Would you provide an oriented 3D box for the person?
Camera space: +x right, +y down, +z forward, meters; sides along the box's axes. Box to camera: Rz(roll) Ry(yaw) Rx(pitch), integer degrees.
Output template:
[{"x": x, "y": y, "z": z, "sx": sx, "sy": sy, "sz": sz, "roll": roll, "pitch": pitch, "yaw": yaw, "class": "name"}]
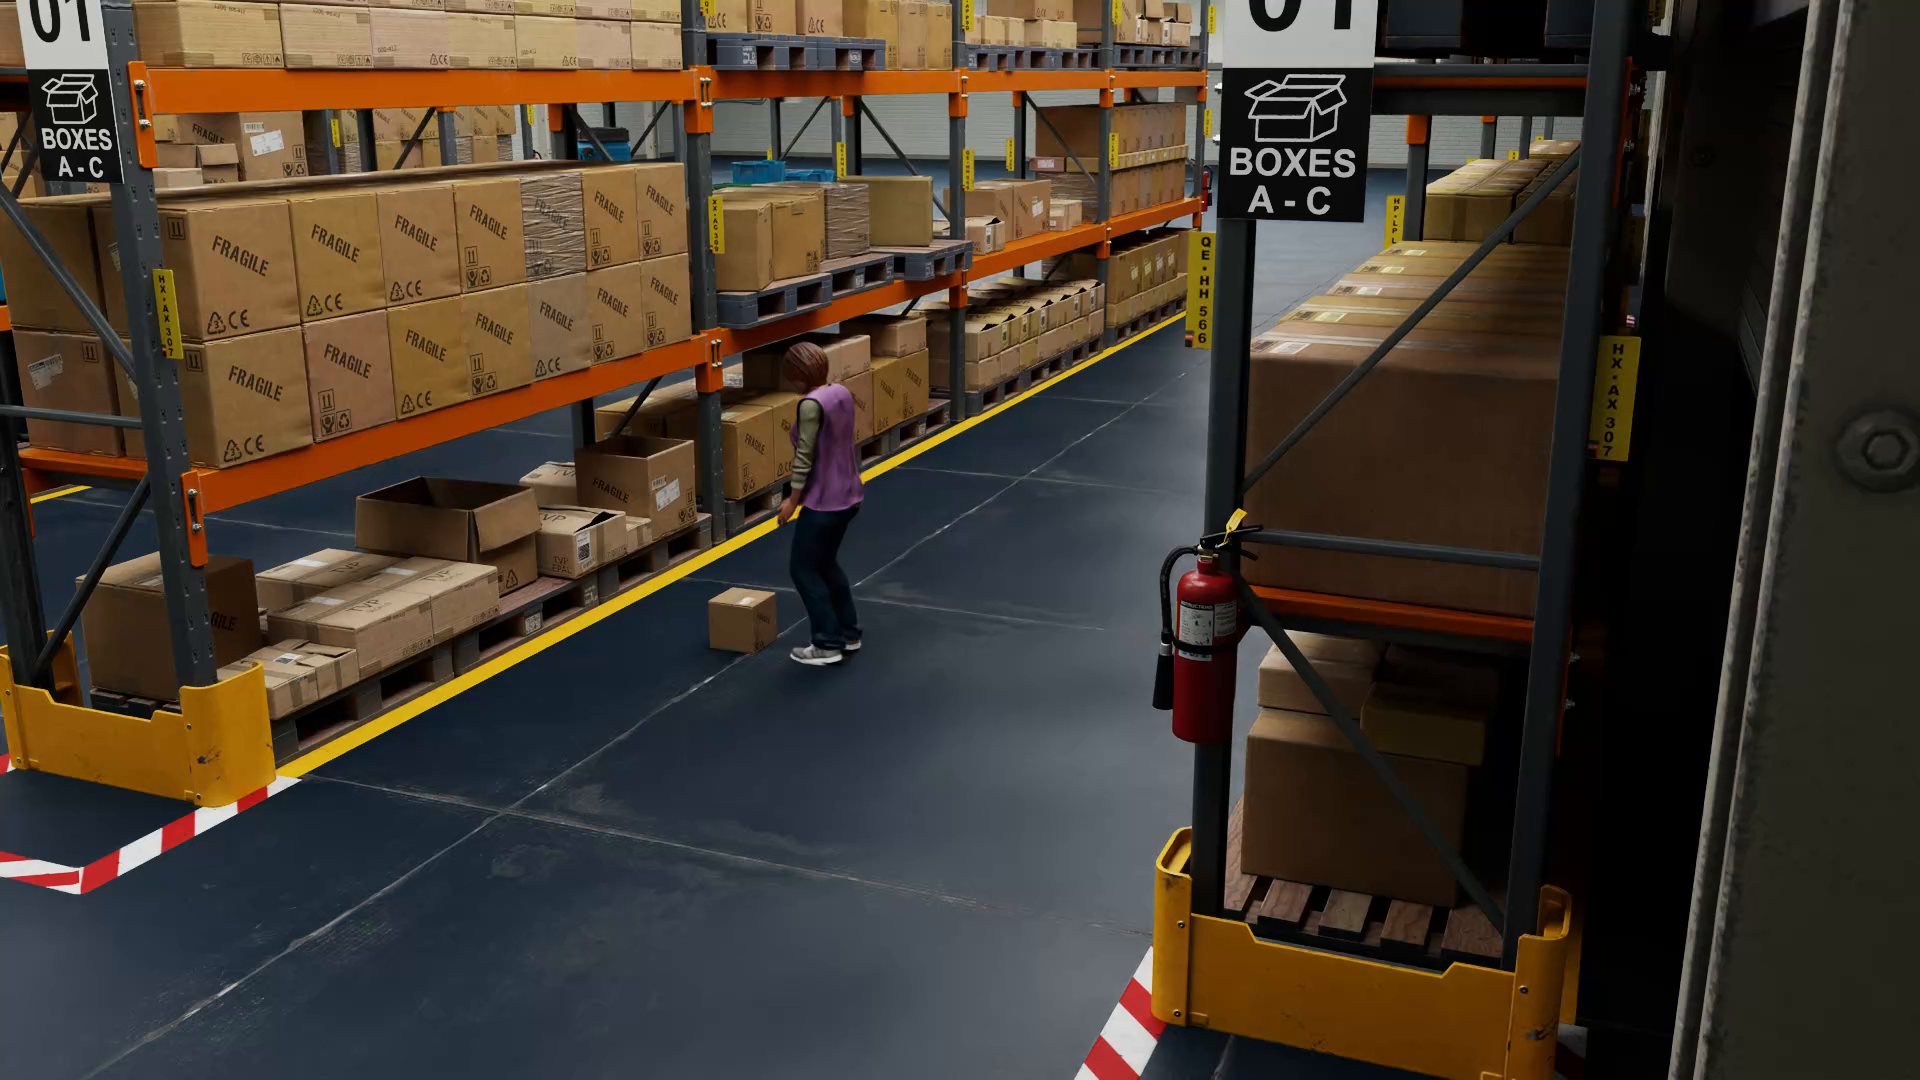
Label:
[{"x": -0.669, "y": -0.161, "z": 8.040, "sx": 0.368, "sy": 1.550, "sz": 0.423, "roll": 7, "pitch": 17, "yaw": 22, "class": "person"}]
